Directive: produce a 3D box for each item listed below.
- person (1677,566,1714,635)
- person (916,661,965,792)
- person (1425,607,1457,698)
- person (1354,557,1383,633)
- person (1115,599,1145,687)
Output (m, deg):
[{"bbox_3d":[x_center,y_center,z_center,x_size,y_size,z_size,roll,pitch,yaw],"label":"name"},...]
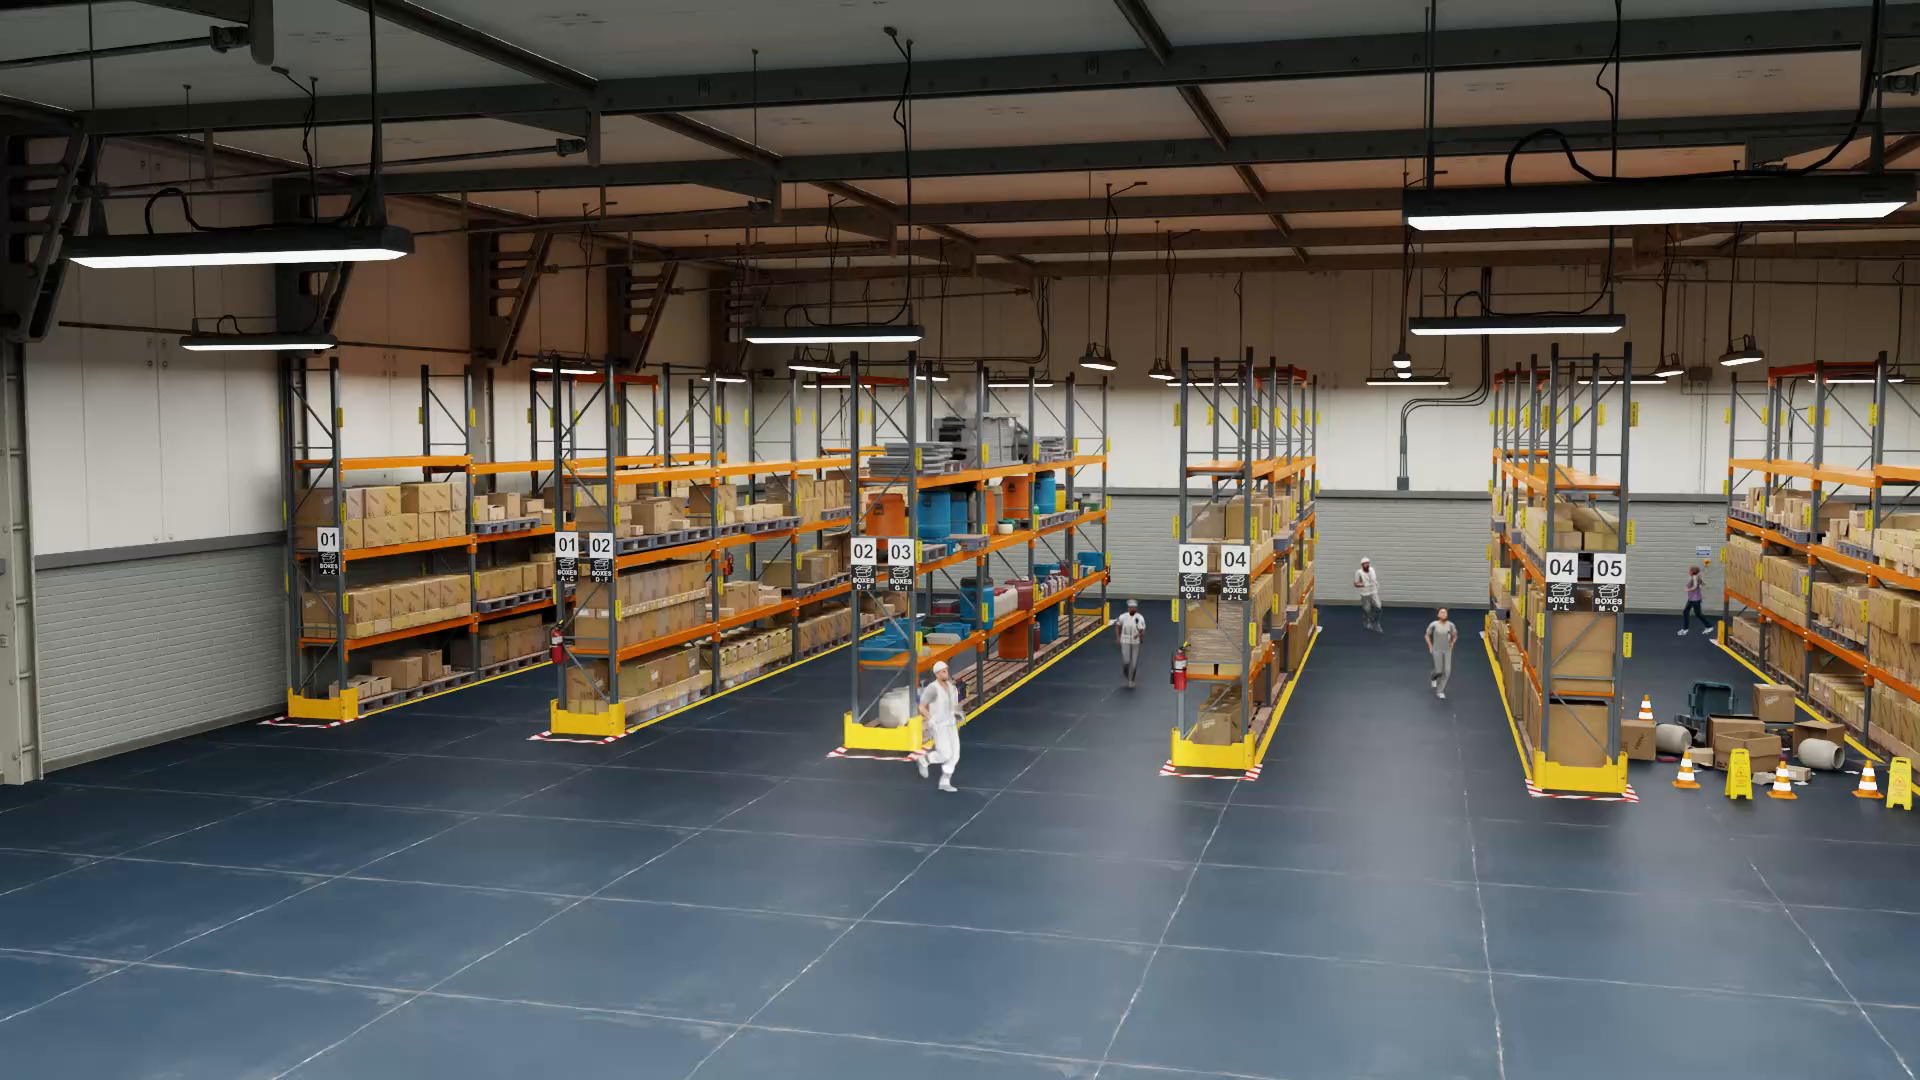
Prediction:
[{"bbox_3d":[16.876,1.398,38.091,0.772,1.619,0.545,1,4,17],"label":"person"},{"bbox_3d":[-0.277,2.496,22.375,0.622,1.744,0.665,4,6,40],"label":"person"},{"bbox_3d":[8.644,2.005,29.859,0.565,1.626,0.573,0,4,2],"label":"person"},{"bbox_3d":[9.497,1.293,38.852,0.731,1.808,0.684,-1,4,-13],"label":"person"},{"bbox_3d":[3.146,1.909,30.679,0.542,1.651,0.726,0,4,3],"label":"person"}]
